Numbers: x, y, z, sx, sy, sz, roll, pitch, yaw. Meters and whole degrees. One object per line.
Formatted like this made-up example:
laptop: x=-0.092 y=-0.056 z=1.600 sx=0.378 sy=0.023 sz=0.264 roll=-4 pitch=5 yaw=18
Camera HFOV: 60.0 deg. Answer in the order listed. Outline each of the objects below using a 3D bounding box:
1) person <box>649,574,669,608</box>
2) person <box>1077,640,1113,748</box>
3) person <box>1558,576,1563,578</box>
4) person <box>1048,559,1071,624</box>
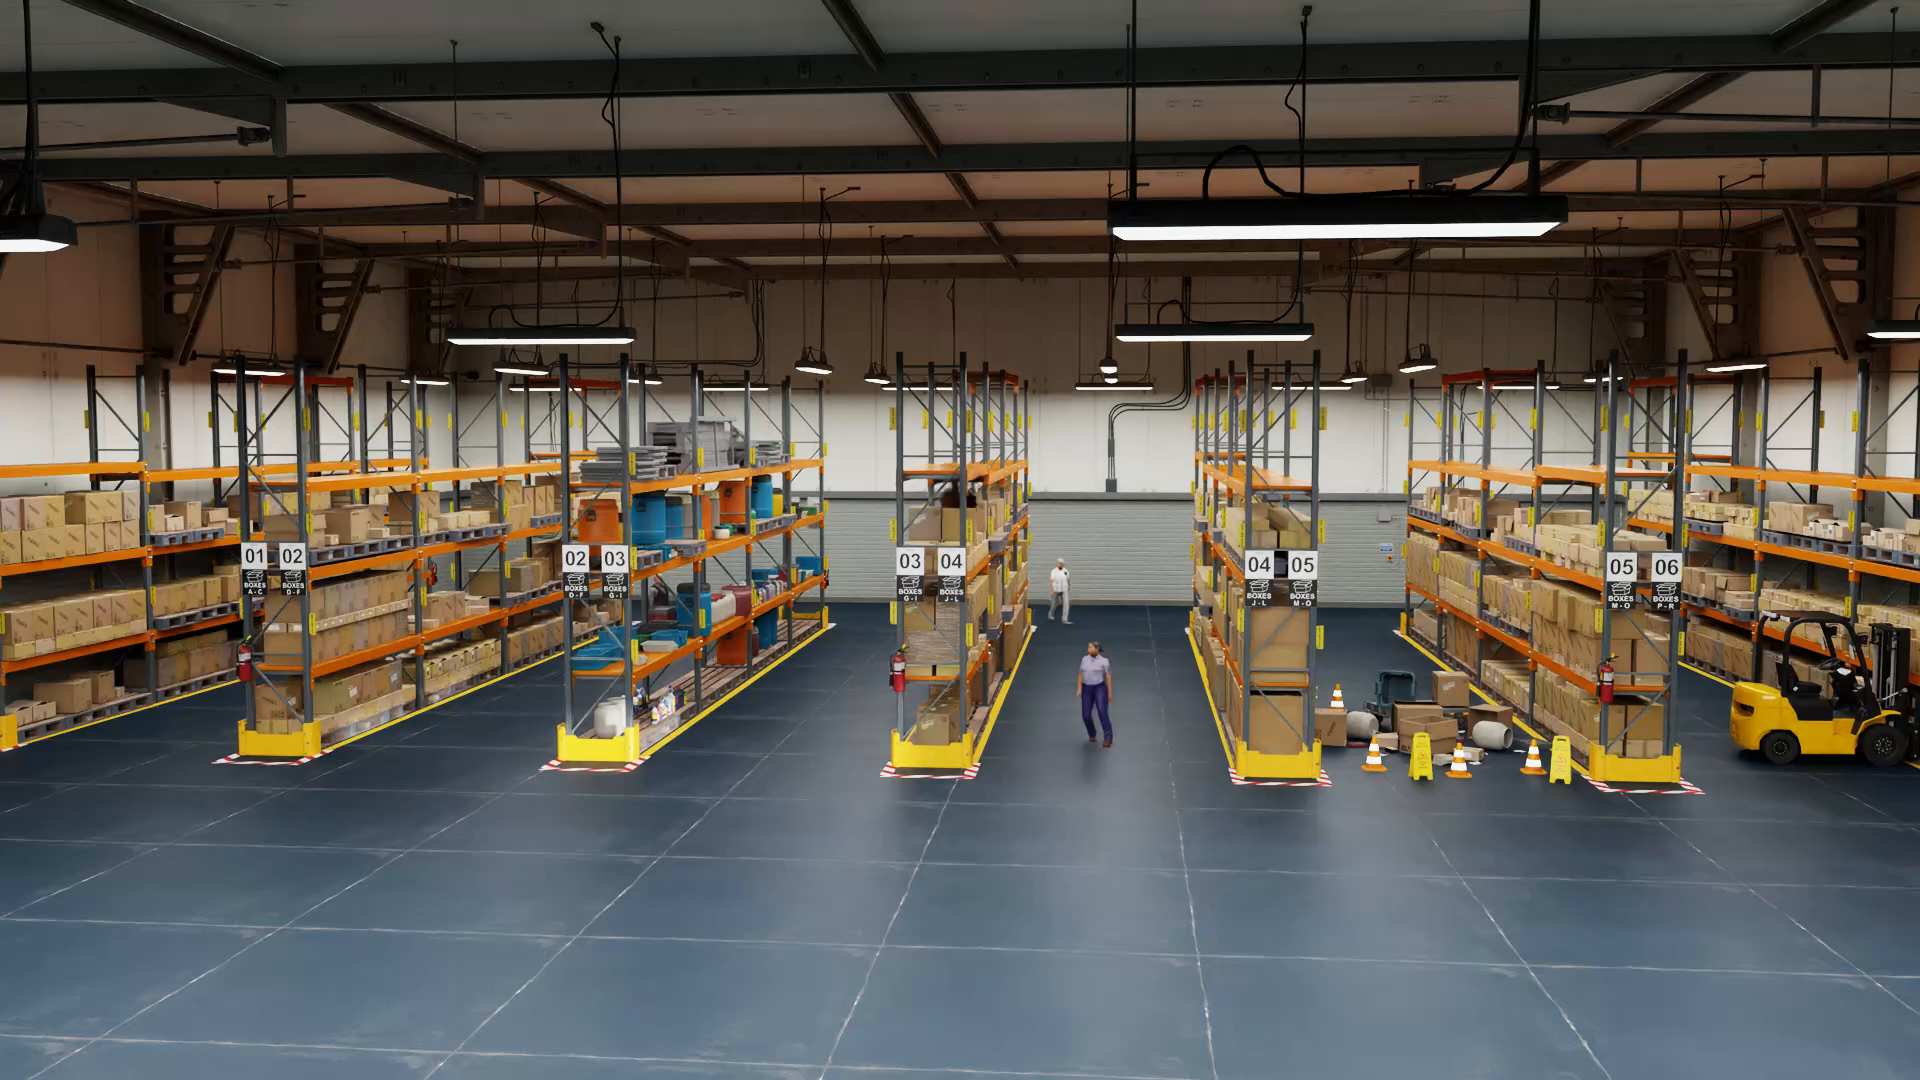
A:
person: x=-6.445 y=1.592 z=35.942 sx=0.508 sy=1.743 sz=0.560 roll=1 pitch=4 yaw=19
person: x=2.119 y=2.372 z=25.873 sx=0.611 sy=1.623 sz=0.548 roll=2 pitch=5 yaw=27
person: x=14.290 y=1.327 z=39.784 sx=0.503 sy=1.663 sz=0.468 roll=0 pitch=4 yaw=5
person: x=2.482 y=1.261 z=41.209 sx=0.539 sy=1.617 sz=0.908 roll=-1 pitch=4 yaw=-15
